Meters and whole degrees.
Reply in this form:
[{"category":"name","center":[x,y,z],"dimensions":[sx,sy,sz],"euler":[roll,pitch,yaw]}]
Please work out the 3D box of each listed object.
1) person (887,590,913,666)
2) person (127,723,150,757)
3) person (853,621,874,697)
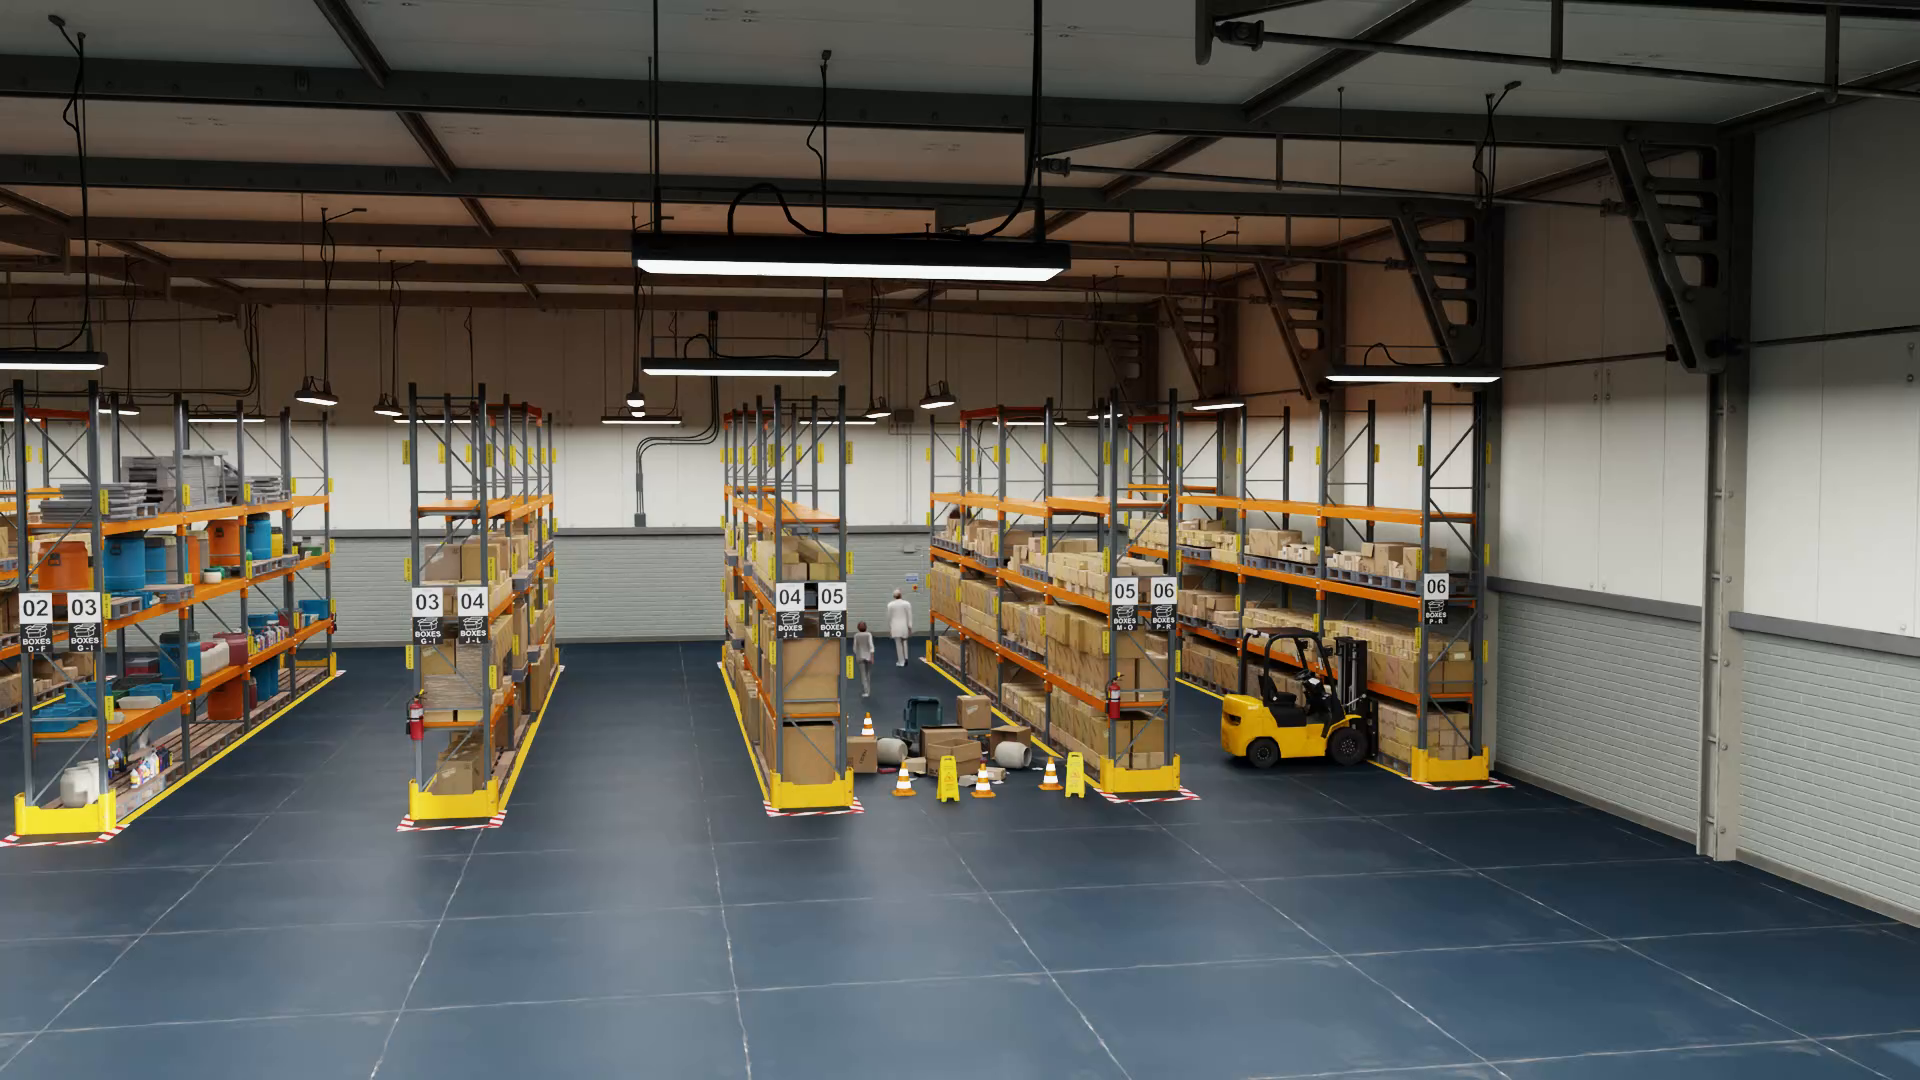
[{"category":"person","center":[-1.400,2.034,38.183],"dimensions":[0.578,1.807,0.672],"euler":[-1,3,-18]},{"category":"person","center":[-13.517,2.785,27.289],"dimensions":[0.494,1.662,0.506],"euler":[-1,3,-15]},{"category":"person","center":[-2.015,2.455,34.503],"dimensions":[0.397,1.556,0.876],"euler":[-1,3,-14]}]
